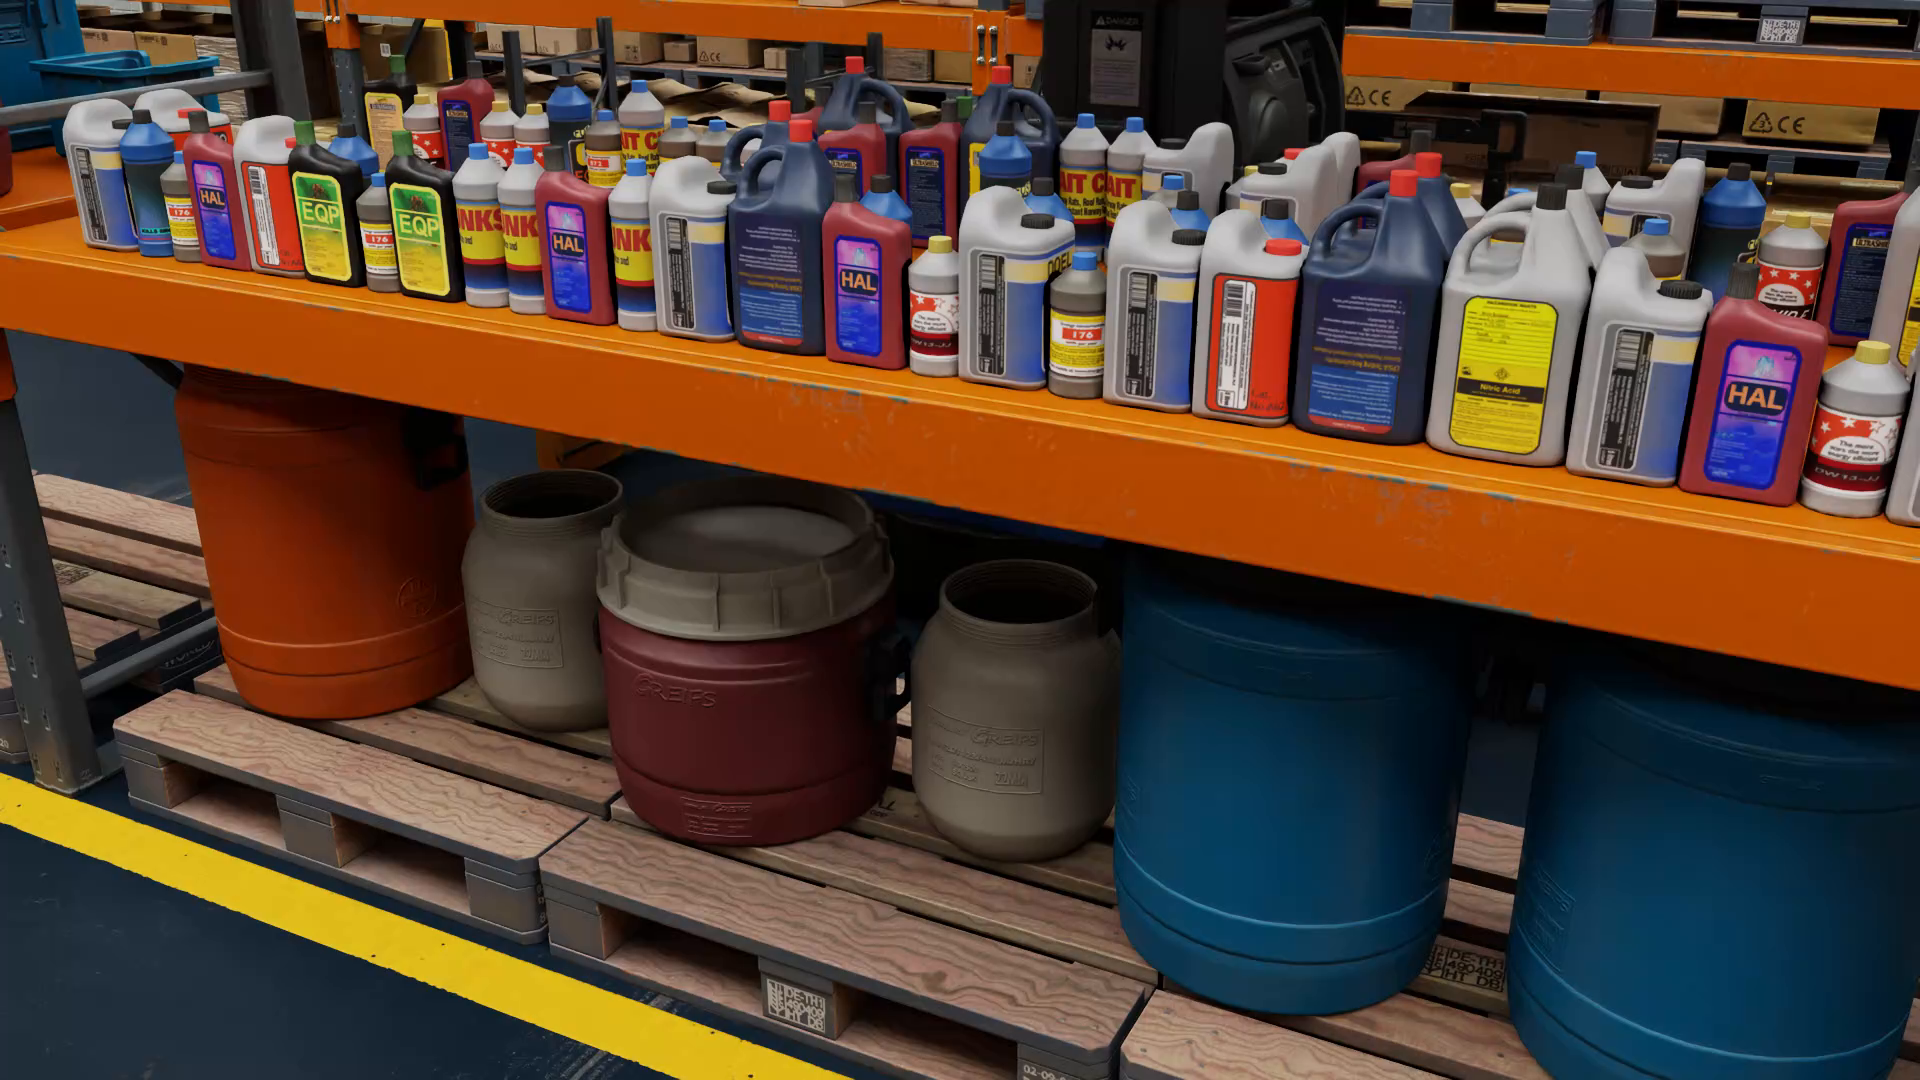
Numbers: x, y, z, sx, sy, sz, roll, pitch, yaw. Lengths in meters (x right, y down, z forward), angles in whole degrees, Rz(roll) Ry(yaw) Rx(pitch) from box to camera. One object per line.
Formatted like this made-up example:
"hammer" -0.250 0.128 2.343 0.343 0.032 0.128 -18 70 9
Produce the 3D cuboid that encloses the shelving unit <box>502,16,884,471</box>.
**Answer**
"shelving unit" -0.805 -0.849 5.330 1.083 1.500 0.587 11 25 24

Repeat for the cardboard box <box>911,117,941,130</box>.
"cardboard box" -0.222 -1.889 8.118 0.500 0.311 0.500 12 26 26

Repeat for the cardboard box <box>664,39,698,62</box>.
"cardboard box" -2.400 -4.313 14.640 0.250 0.149 0.380 9 25 20

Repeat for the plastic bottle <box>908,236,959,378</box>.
"plastic bottle" -0.029 -0.355 2.506 0.097 0.201 0.097 0 23 0

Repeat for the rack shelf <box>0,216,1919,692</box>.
"rack shelf" -0.097 -0.283 3.001 4.000 0.370 1.077 11 25 25

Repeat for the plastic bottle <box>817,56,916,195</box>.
"plastic bottle" -0.185 -0.777 3.308 0.185 0.351 0.144 11 25 25

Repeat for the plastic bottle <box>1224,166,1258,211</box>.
"plastic bottle" 0.529 -0.577 3.029 0.097 0.201 0.097 0 23 0

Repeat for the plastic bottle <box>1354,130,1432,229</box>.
"plastic bottle" 0.760 -0.577 2.924 0.133 0.283 0.061 11 25 25

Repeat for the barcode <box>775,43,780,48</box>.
"barcode" -1.605 -4.311 14.545 0.075 0.075 0.001 11 25 25

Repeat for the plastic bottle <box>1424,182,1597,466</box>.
"plastic bottle" 0.720 -0.286 2.152 0.185 0.351 0.144 11 25 25

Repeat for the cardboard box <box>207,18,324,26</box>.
"cardboard box" -4.379 -3.043 10.592 0.500 0.500 0.500 11 25 25

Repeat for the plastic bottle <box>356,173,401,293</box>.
"plastic bottle" -1.019 -0.551 2.966 0.097 0.201 0.097 0 23 0

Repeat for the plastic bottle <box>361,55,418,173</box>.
"plastic bottle" -1.329 -0.991 3.896 0.133 0.283 0.061 11 25 25

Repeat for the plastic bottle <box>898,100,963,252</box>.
"plastic bottle" -0.052 -0.711 3.239 0.133 0.283 0.061 11 25 25

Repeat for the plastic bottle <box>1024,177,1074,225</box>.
"plastic bottle" 0.126 -0.423 2.577 0.097 0.271 0.097 0 23 0

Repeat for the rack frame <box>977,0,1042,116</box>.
"rack frame" 0.356 -2.696 7.757 0.127 3.000 1.000 11 25 25

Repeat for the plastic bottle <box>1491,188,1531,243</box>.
"plastic bottle" 0.942 -0.496 2.837 0.097 0.201 0.097 0 23 0

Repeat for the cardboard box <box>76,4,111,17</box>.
"cardboard box" -6.170 -3.391 11.410 0.500 0.500 0.500 11 25 25

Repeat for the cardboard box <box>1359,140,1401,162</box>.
"cardboard box" 1.758 -1.574 7.749 0.500 0.500 0.500 10 25 23

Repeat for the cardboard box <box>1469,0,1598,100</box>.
"cardboard box" 3.964 -3.298 11.383 0.750 0.750 0.750 11 25 24

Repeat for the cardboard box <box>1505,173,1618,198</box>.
"cardboard box" 2.471 -1.208 6.889 0.500 0.500 0.500 12 26 25

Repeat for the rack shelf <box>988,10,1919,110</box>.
"rack shelf" 2.141 -2.012 7.067 4.000 0.370 1.077 11 25 25

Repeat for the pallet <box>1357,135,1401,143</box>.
"pallet" 3.257 -2.978 11.983 1.213 0.211 1.003 11 25 25

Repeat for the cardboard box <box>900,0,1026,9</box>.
"cardboard box" 0.051 -2.735 7.961 0.500 0.311 0.500 13 26 28

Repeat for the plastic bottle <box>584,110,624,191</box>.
"plastic bottle" -0.767 -0.834 3.632 0.097 0.201 0.097 0 23 0

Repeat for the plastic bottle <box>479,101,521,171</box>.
"plastic bottle" -1.028 -0.886 3.753 0.097 0.201 0.097 0 23 0

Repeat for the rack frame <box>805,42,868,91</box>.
"rack frame" -0.982 -5.133 13.488 0.127 3.000 1.000 11 25 25

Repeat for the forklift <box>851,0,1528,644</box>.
"forklift" 1.015 -1.132 4.167 3.031 2.935 1.130 11 25 24

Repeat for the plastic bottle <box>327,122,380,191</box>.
"plastic bottle" -1.110 -0.628 3.058 0.097 0.271 0.097 0 23 0

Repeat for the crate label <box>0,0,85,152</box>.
"crate label" -2.647 -1.253 4.318 0.616 0.435 0.502 11 25 25

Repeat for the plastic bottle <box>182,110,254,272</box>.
"plastic bottle" -1.369 -0.650 3.094 0.133 0.283 0.061 11 25 25

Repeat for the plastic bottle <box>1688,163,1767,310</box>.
"plastic bottle" 1.236 -0.470 2.686 0.097 0.271 0.097 0 23 0

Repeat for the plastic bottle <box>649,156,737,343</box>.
"plastic bottle" -0.404 -0.476 2.694 0.135 0.276 0.152 11 25 25

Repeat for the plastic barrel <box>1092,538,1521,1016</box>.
"plastic barrel" 0.578 0.285 2.892 0.708 0.901 0.600 11 25 25

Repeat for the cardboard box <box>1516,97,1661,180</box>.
"cardboard box" 2.712 -1.734 7.169 0.500 0.250 0.500 11 26 25

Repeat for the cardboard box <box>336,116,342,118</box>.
"cardboard box" -3.491 -2.518 10.315 0.500 0.250 0.500 11 25 25

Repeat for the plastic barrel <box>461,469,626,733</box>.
"plastic barrel" -0.894 0.134 3.745 0.421 0.512 0.421 0 23 0

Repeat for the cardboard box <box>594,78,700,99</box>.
"cardboard box" -1.811 -2.438 9.411 0.500 0.311 0.500 11 25 24

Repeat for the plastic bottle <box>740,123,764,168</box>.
"plastic bottle" -0.420 -0.765 3.470 0.097 0.201 0.097 0 23 0

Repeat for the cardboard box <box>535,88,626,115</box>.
"cardboard box" -2.050 -2.247 8.962 0.500 0.311 0.500 10 25 23

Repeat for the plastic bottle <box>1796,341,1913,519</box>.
"plastic bottle" 1.074 -0.137 1.992 0.097 0.201 0.097 0 23 0

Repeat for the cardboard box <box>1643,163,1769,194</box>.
"cardboard box" 3.123 -1.303 7.113 0.500 0.500 0.500 12 26 25

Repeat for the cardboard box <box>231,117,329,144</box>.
"cardboard box" -4.168 -2.428 10.103 0.500 0.250 0.500 11 25 25

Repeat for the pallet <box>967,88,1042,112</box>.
"pallet" 0.806 -3.498 13.206 1.213 0.211 1.003 11 25 25

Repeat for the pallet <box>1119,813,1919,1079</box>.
"pallet" 1.018 0.872 2.930 1.213 0.211 1.003 11 25 25

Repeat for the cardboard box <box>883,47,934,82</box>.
"cardboard box" -0.317 -4.061 13.599 0.500 0.500 0.700 12 26 26

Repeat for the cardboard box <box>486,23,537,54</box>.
"cardboard box" -3.975 -4.651 15.227 0.500 0.311 0.500 8 24 19

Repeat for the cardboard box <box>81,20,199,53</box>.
"cardboard box" -5.068 -2.944 10.357 0.500 0.500 0.500 11 25 25

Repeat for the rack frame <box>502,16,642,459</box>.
"rack frame" -1.267 -0.940 5.544 0.032 1.500 0.500 11 25 24

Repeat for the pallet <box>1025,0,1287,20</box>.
"pallet" 0.993 -2.513 7.571 1.003 0.211 1.213 11 25 25

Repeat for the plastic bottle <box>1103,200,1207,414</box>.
"plastic bottle" 0.294 -0.337 2.369 0.135 0.276 0.152 11 25 25

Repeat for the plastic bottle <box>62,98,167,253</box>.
"plastic bottle" -1.642 -0.720 3.270 0.135 0.276 0.152 11 25 25

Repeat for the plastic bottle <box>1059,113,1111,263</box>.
"plastic bottle" 0.235 -0.668 3.152 0.097 0.271 0.097 0 23 0

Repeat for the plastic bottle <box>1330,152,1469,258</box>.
"plastic bottle" 0.620 -0.369 2.347 0.185 0.351 0.144 11 25 25

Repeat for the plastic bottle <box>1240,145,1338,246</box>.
"plastic bottle" 0.551 -0.529 2.819 0.135 0.276 0.152 11 25 25

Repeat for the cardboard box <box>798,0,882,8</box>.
"cardboard box" -0.571 -2.643 7.953 0.250 0.149 0.380 11 25 25

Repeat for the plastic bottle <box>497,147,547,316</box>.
"plastic bottle" -0.726 -0.525 2.816 0.097 0.271 0.097 0 23 0

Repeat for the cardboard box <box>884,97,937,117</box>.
"cardboard box" -0.451 -2.167 8.773 0.500 0.311 0.500 11 25 23

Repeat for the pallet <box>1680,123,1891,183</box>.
"pallet" 5.435 -2.547 10.970 1.213 0.211 1.003 11 25 25
